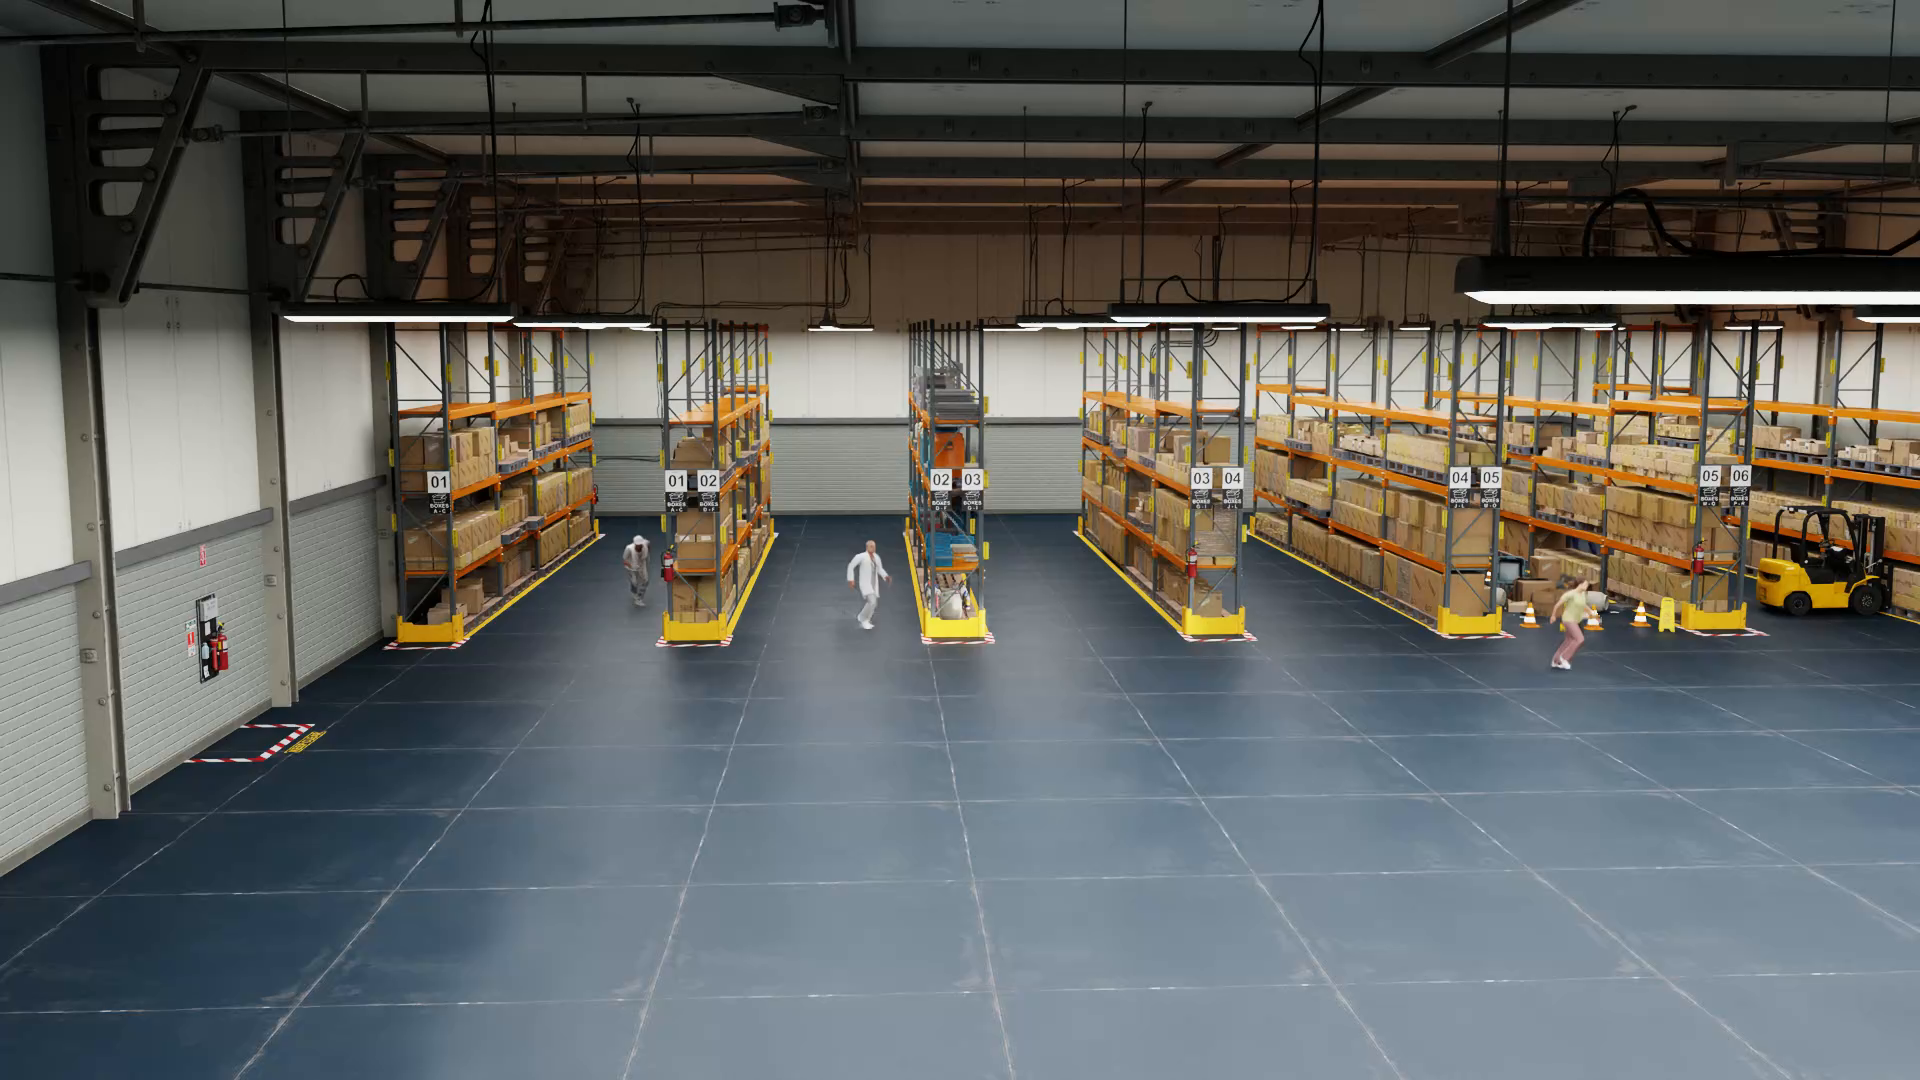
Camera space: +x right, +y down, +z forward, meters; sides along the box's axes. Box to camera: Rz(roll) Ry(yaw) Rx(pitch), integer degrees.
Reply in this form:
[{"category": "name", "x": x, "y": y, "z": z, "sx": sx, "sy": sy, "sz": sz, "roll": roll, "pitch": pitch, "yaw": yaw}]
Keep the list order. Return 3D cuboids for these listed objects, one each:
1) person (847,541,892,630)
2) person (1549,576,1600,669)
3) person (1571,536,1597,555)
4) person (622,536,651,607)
[{"category": "person", "x": -1.735, "y": 0.876, "z": 32.131, "sx": 0.701, "sy": 1.724, "sz": 0.759, "roll": -7, "pitch": 10, "yaw": -43}, {"category": "person", "x": 10.497, "y": 1.406, "z": 28.387, "sx": 0.550, "sy": 1.615, "sz": 0.736, "roll": -7, "pitch": 10, "yaw": -42}, {"category": "person", "x": 16.057, "y": -0.351, "z": 42.819, "sx": 0.601, "sy": 1.625, "sz": 0.948, "roll": -2, "pitch": 7, "yaw": -13}, {"category": "person", "x": -6.880, "y": 0.620, "z": 35.247, "sx": 0.673, "sy": 1.539, "sz": 1.207, "roll": -3, "pitch": 8, "yaw": -24}]
